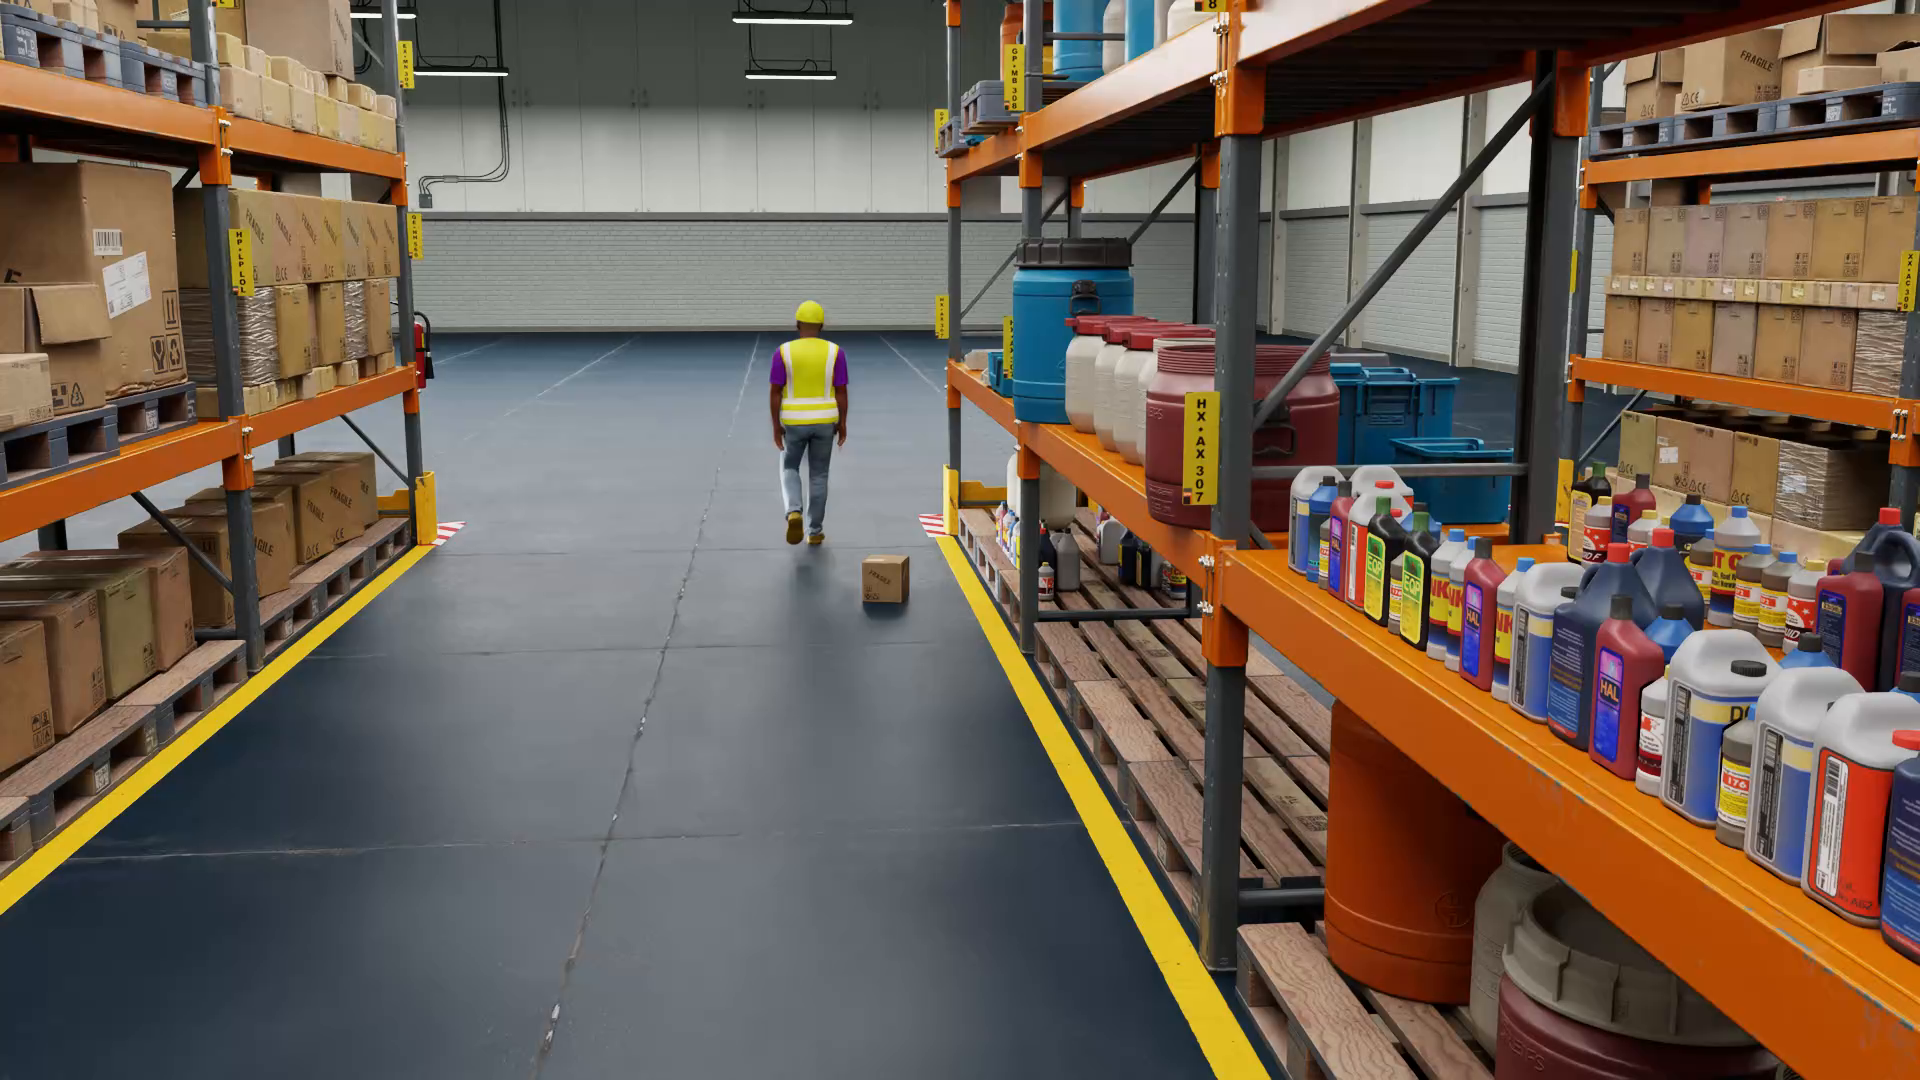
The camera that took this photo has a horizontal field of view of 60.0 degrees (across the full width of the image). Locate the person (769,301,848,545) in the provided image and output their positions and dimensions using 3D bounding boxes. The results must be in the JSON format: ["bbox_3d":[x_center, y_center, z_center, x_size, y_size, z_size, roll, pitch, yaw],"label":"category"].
[{"bbox_3d":[-1.092,-0.844,12.043,0.565,1.765,0.471,-1,10,-7],"label":"person"}]
